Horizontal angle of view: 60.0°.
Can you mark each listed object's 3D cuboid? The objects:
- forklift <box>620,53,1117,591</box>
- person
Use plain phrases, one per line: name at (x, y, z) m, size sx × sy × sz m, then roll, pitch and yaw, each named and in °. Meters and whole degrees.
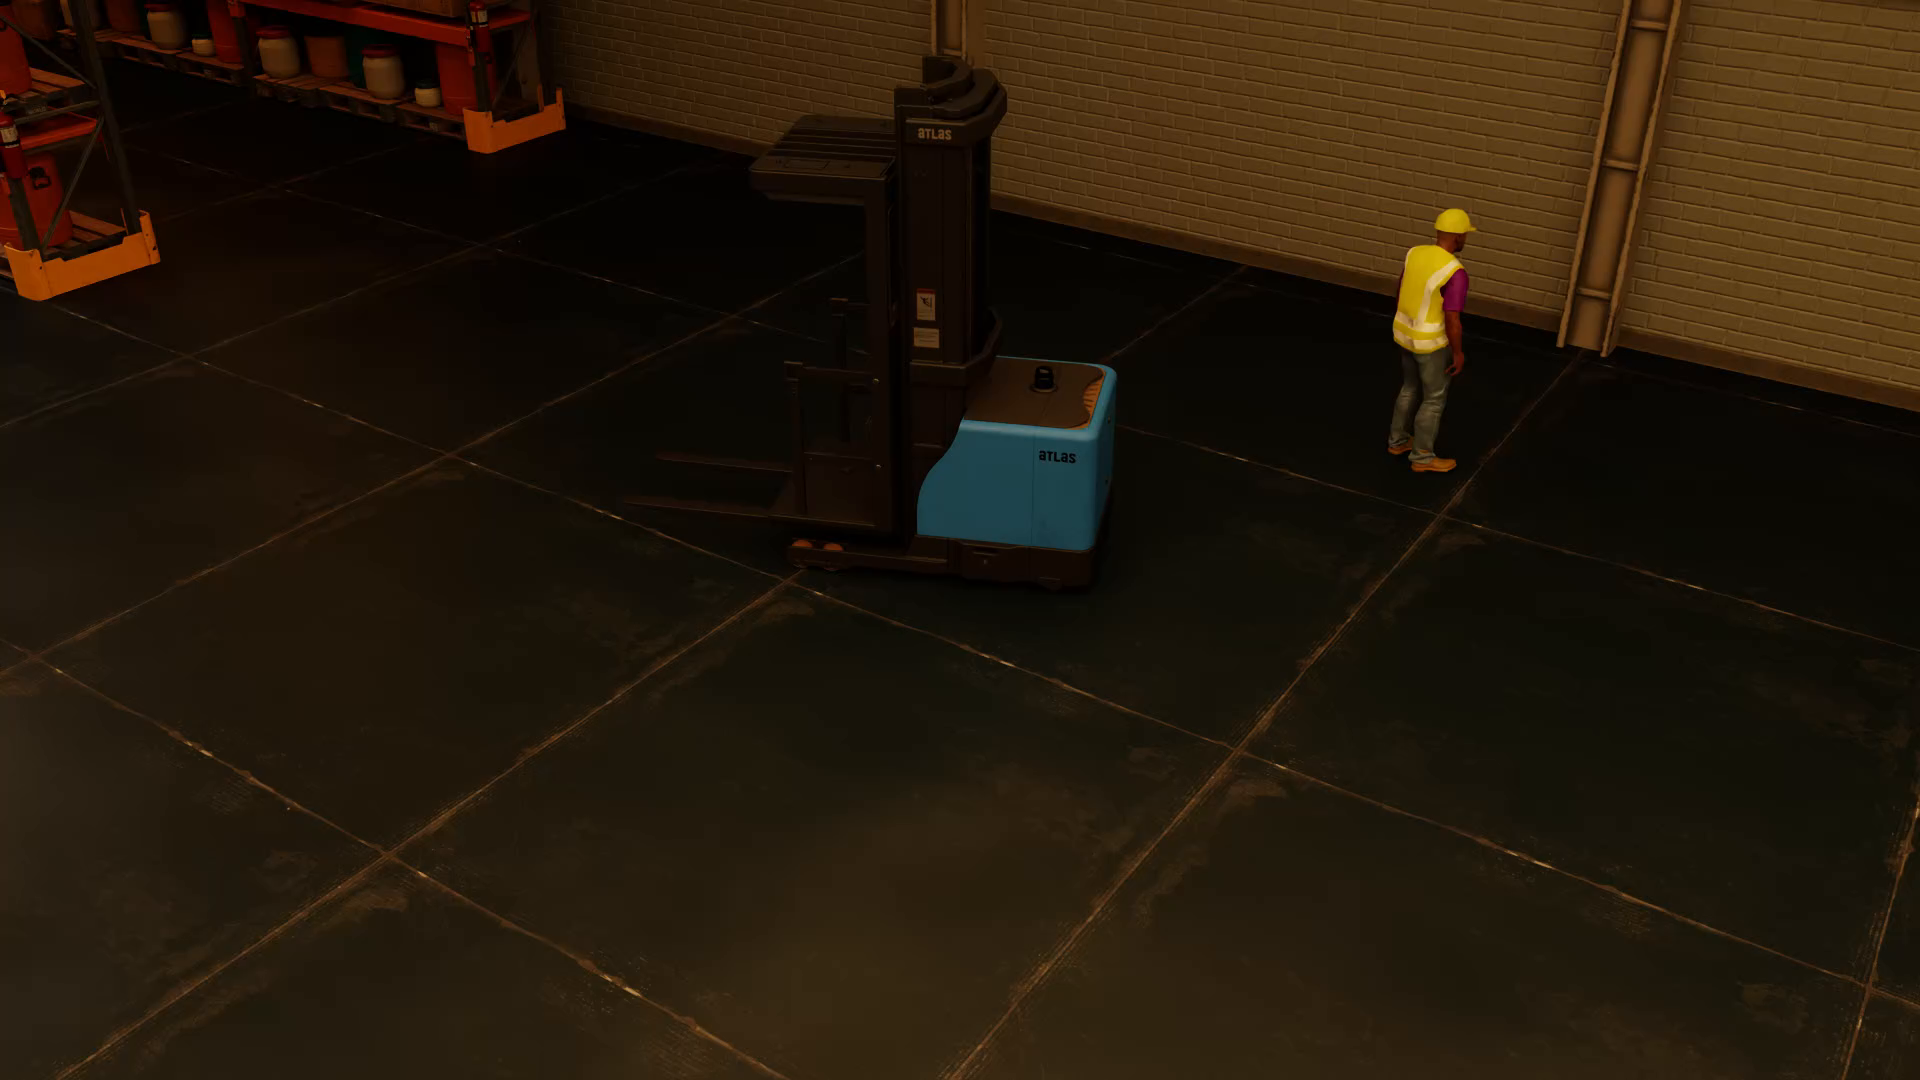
forklift at (-0.596, -1.330, 9.871) m, size 3.031 × 2.935 × 1.130 m, roll 6°, pitch 31°, yaw 10°
person at (3.126, -1.337, 11.055) m, size 0.462 × 1.759 × 0.633 m, roll -11°, pitch 32°, yaw -19°
